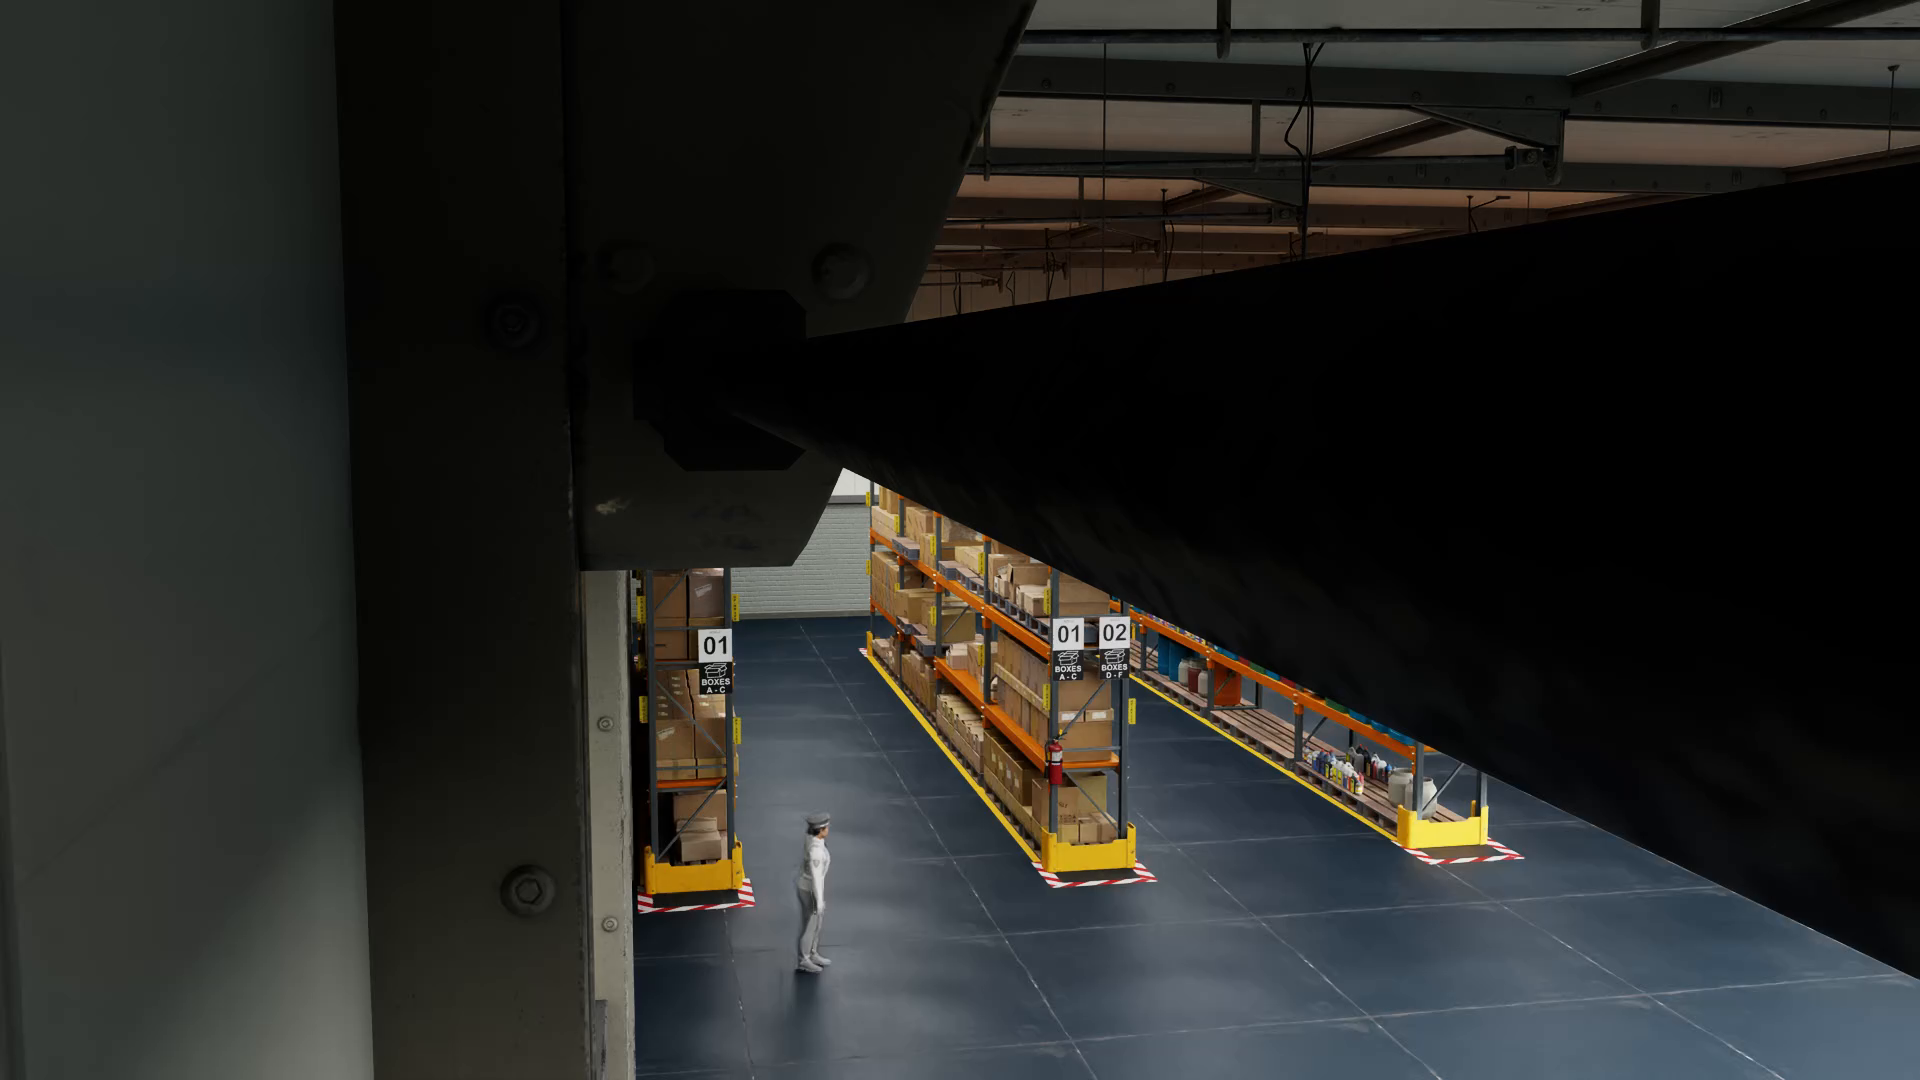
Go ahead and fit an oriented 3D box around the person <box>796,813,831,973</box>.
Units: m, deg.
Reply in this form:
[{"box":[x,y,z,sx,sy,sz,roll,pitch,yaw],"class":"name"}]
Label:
[{"box":[-1.534,3.691,17.444,0.375,1.679,0.534,-1,6,-7],"class":"person"}]
